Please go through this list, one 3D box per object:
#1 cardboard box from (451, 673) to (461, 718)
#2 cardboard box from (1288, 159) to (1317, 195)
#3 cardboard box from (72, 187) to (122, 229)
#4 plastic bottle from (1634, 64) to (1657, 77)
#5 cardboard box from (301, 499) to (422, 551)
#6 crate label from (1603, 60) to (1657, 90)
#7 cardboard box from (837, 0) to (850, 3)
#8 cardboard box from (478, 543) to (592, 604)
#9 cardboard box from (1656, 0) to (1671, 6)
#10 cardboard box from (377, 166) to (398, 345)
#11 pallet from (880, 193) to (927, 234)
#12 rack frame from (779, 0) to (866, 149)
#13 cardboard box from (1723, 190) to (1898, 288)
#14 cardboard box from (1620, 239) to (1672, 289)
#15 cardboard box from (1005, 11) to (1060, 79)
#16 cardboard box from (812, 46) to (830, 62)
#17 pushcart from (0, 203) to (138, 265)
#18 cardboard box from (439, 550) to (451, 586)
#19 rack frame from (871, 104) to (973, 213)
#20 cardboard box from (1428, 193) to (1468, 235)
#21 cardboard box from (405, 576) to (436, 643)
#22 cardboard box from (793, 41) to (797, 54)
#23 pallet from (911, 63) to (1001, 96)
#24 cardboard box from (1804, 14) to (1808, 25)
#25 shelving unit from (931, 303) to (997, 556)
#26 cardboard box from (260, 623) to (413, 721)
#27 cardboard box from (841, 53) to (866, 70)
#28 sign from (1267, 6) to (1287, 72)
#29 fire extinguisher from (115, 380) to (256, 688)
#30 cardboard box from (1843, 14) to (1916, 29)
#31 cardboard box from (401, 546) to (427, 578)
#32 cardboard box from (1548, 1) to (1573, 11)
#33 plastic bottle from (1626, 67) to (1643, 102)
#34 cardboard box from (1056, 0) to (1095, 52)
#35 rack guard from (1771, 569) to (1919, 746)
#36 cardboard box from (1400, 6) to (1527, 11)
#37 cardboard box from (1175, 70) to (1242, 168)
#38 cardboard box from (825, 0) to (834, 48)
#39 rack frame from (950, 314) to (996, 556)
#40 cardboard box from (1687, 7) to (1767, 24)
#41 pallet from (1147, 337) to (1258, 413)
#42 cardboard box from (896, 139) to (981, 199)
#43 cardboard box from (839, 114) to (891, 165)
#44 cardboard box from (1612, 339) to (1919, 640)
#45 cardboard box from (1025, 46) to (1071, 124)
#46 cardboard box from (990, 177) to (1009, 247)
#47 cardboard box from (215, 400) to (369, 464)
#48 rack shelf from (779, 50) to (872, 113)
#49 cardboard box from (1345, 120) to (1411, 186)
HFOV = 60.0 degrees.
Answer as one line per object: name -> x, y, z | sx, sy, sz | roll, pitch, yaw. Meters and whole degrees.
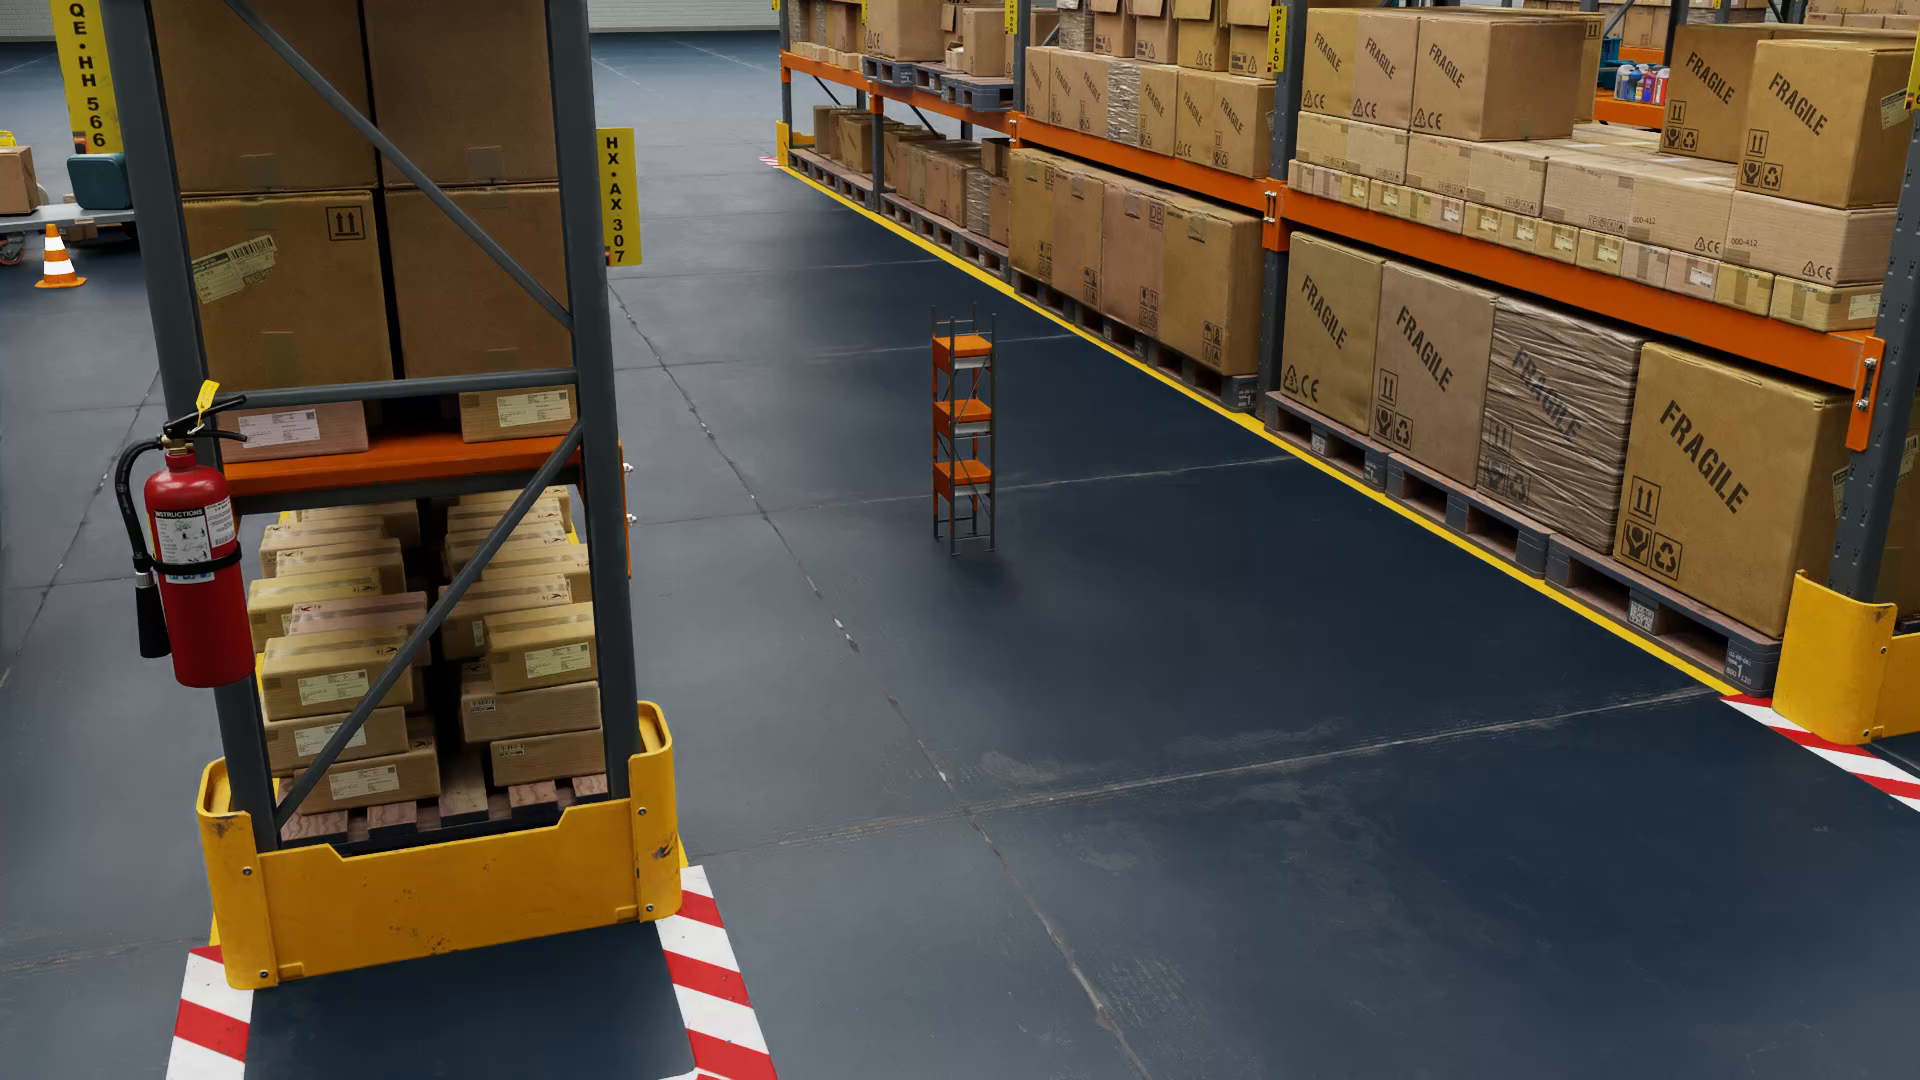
cardboard box -> -1.442, 0.434, 5.366 | 0.380, 0.149, 0.250 | -6, 21, -17
cardboard box -> 1.924, -1.883, 8.593 | 0.380, 0.149, 0.250 | -6, 21, -17
cardboard box -> -7.775, -3.225, 15.449 | 0.797, 0.637, 0.503 | -6, 21, -17
plastic bottle -> 5.565, -3.726, 13.536 | 0.152, 0.276, 0.135 | -6, 21, -17
cardboard box -> -2.106, -0.055, 5.848 | 0.380, 0.149, 0.250 | -7, 21, -19
crate label -> 5.815, -4.038, 14.468 | 0.303, 0.233, 0.416 | -6, 21, -17
cardboard box -> -0.929, -5.632, 16.592 | 0.500, 0.500, 0.500 | -6, 21, -17
cardboard box -> -1.337, 0.136, 5.315 | 0.380, 0.149, 0.250 | -6, 21, -17
cardboard box -> 8.505, -6.414, 19.730 | 0.380, 0.149, 0.250 | -6, 21, -17
cardboard box -> -1.879, -0.823, 4.683 | 0.500, 0.500, 0.500 | -7, 21, -18
pallet -> -0.122, -3.137, 15.837 | 1.003, 0.211, 1.213 | -6, 21, -17
rack frame -> -1.625, -5.982, 19.635 | 1.000, 3.000, 0.127 | -6, 21, -17
cardboard box -> 3.000, -1.045, 5.669 | 0.500, 0.250, 0.500 | -7, 21, -18
cardboard box -> 2.740, -1.053, 6.284 | 0.380, 0.149, 0.250 | -6, 21, -16
cardboard box -> 0.682, -3.829, 12.870 | 0.500, 0.500, 0.500 | -9, 22, -24
cardboard box -> -1.382, -5.256, 17.983 | 0.380, 0.149, 0.250 | -6, 21, -17
pushcart -> -7.627, -2.670, 14.292 | 1.648, 0.377, 0.936 | -15, 25, -36
cardboard box -> -1.602, 0.123, 5.792 | 0.380, 0.149, 0.250 | -7, 21, -20
rack frame -> -0.368, -4.699, 16.061 | 1.000, 3.000, 0.127 | -6, 21, -17
cardboard box -> 2.332, -1.467, 7.435 | 0.380, 0.149, 0.250 | -6, 21, -17
cardboard box -> -1.925, 0.248, 5.445 | 0.380, 0.149, 0.250 | -7, 21, -18
cardboard box -> -1.701, -5.665, 19.123 | 0.380, 0.149, 0.250 | -6, 21, -17
pallet -> 0.228, -3.956, 14.276 | 1.003, 0.211, 1.213 | -6, 21, -17
cardboard box -> 12.334, -7.310, 23.522 | 0.500, 0.250, 0.500 | -7, 21, -19
shelving unit -> 0.017, -0.477, 7.191 | 0.215, 1.050, 0.252 | -6, 21, -17
cardboard box -> -1.743, 0.368, 4.671 | 0.380, 0.149, 0.250 | -6, 21, -17
cardboard box -> -0.990, -4.854, 16.866 | 0.380, 0.149, 0.250 | -6, 21, -17
sign -> 1.635, -2.578, 8.562 | 0.100, 0.325, 0.005 | -6, 21, -17
fire extinguisher -> -1.695, -0.012, 3.677 | 0.296, 0.674, 0.183 | -6, 21, -17
cardboard box -> 9.587, -5.219, 17.362 | 0.500, 0.500, 0.500 | -6, 21, -17
cardboard box -> -2.183, 0.146, 6.168 | 0.380, 0.149, 0.250 | -6, 21, -16
cardboard box -> 8.085, -6.762, 21.656 | 0.700, 0.500, 0.500 | -6, 21, -16
plastic bottle -> 5.431, -3.667, 13.380 | 0.097, 0.271, 0.097 | 0, 20, 0
cardboard box -> 1.104, -3.698, 11.643 | 0.797, 0.503, 0.637 | -6, 21, -15
rack guard -> 3.412, 0.336, 5.741 | 1.175, 0.500, 0.348 | -6, 21, -17
cardboard box -> 2.545, -2.435, 8.430 | 0.500, 0.500, 0.500 | -6, 21, -16
cardboard box -> 1.592, -2.459, 9.678 | 0.500, 0.500, 0.500 | -6, 21, -16
cardboard box -> -0.945, -5.516, 17.747 | 0.875, 0.500, 0.500 | -6, 21, -17
rack frame -> 0.055, -0.438, 7.082 | 0.200, 1.050, 0.008 | -6, 21, -17
cardboard box -> 8.892, -5.939, 19.366 | 0.700, 0.500, 0.500 | -7, 21, -19
pallet -> 1.833, -1.059, 10.052 | 1.003, 0.211, 1.213 | -6, 21, -17
cardboard box -> -0.195, -3.530, 15.854 | 0.700, 0.500, 0.500 | -8, 21, -21
cardboard box -> -1.045, -4.410, 18.334 | 0.500, 0.500, 0.500 | -4, 20, -12
cardboard box -> 3.127, -0.242, 6.176 | 0.875, 0.875, 0.875 | -6, 21, -17
cardboard box -> 0.784, -3.277, 11.955 | 0.500, 0.500, 0.500 | -6, 21, -16
cardboard box -> 0.660, -2.659, 13.428 | 0.700, 0.500, 0.500 | -8, 21, -20
cardboard box -> -1.707, -0.310, 4.213 | 0.380, 0.149, 0.250 | -6, 21, -17
rack shelf -> -0.996, -5.002, 17.969 | 1.077, 0.370, 4.000 | -6, 21, -17
cardboard box -> 2.197, -1.862, 7.945 | 0.500, 0.250, 0.500 | -6, 21, -17
